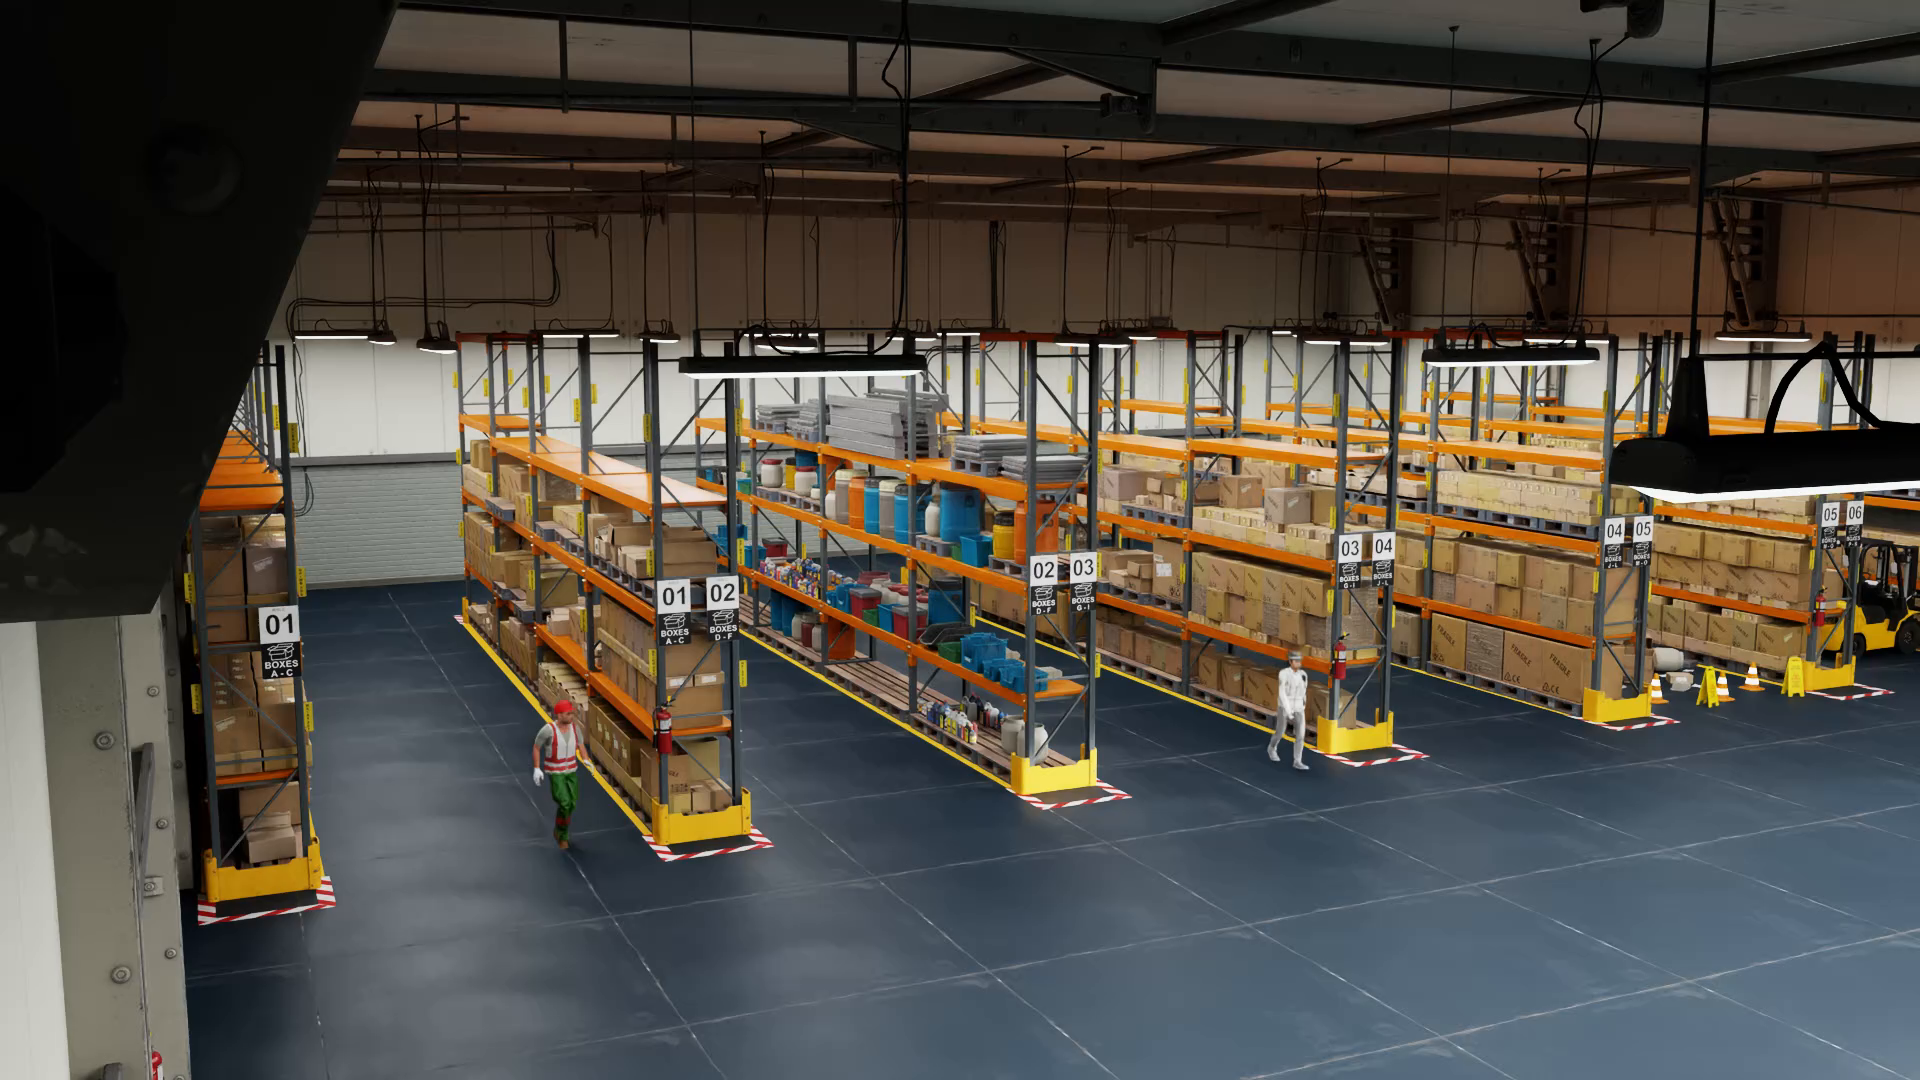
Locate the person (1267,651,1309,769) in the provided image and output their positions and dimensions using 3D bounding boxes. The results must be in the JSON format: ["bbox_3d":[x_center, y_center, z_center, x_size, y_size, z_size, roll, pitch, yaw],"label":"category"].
[{"bbox_3d":[4.683,2.359,23.446,0.461,1.660,0.761,-1,8,-9],"label":"person"}]

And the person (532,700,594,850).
[{"bbox_3d":[-4.743,2.828,19.920,0.648,1.819,0.633,-8,11,-44],"label":"person"}]
